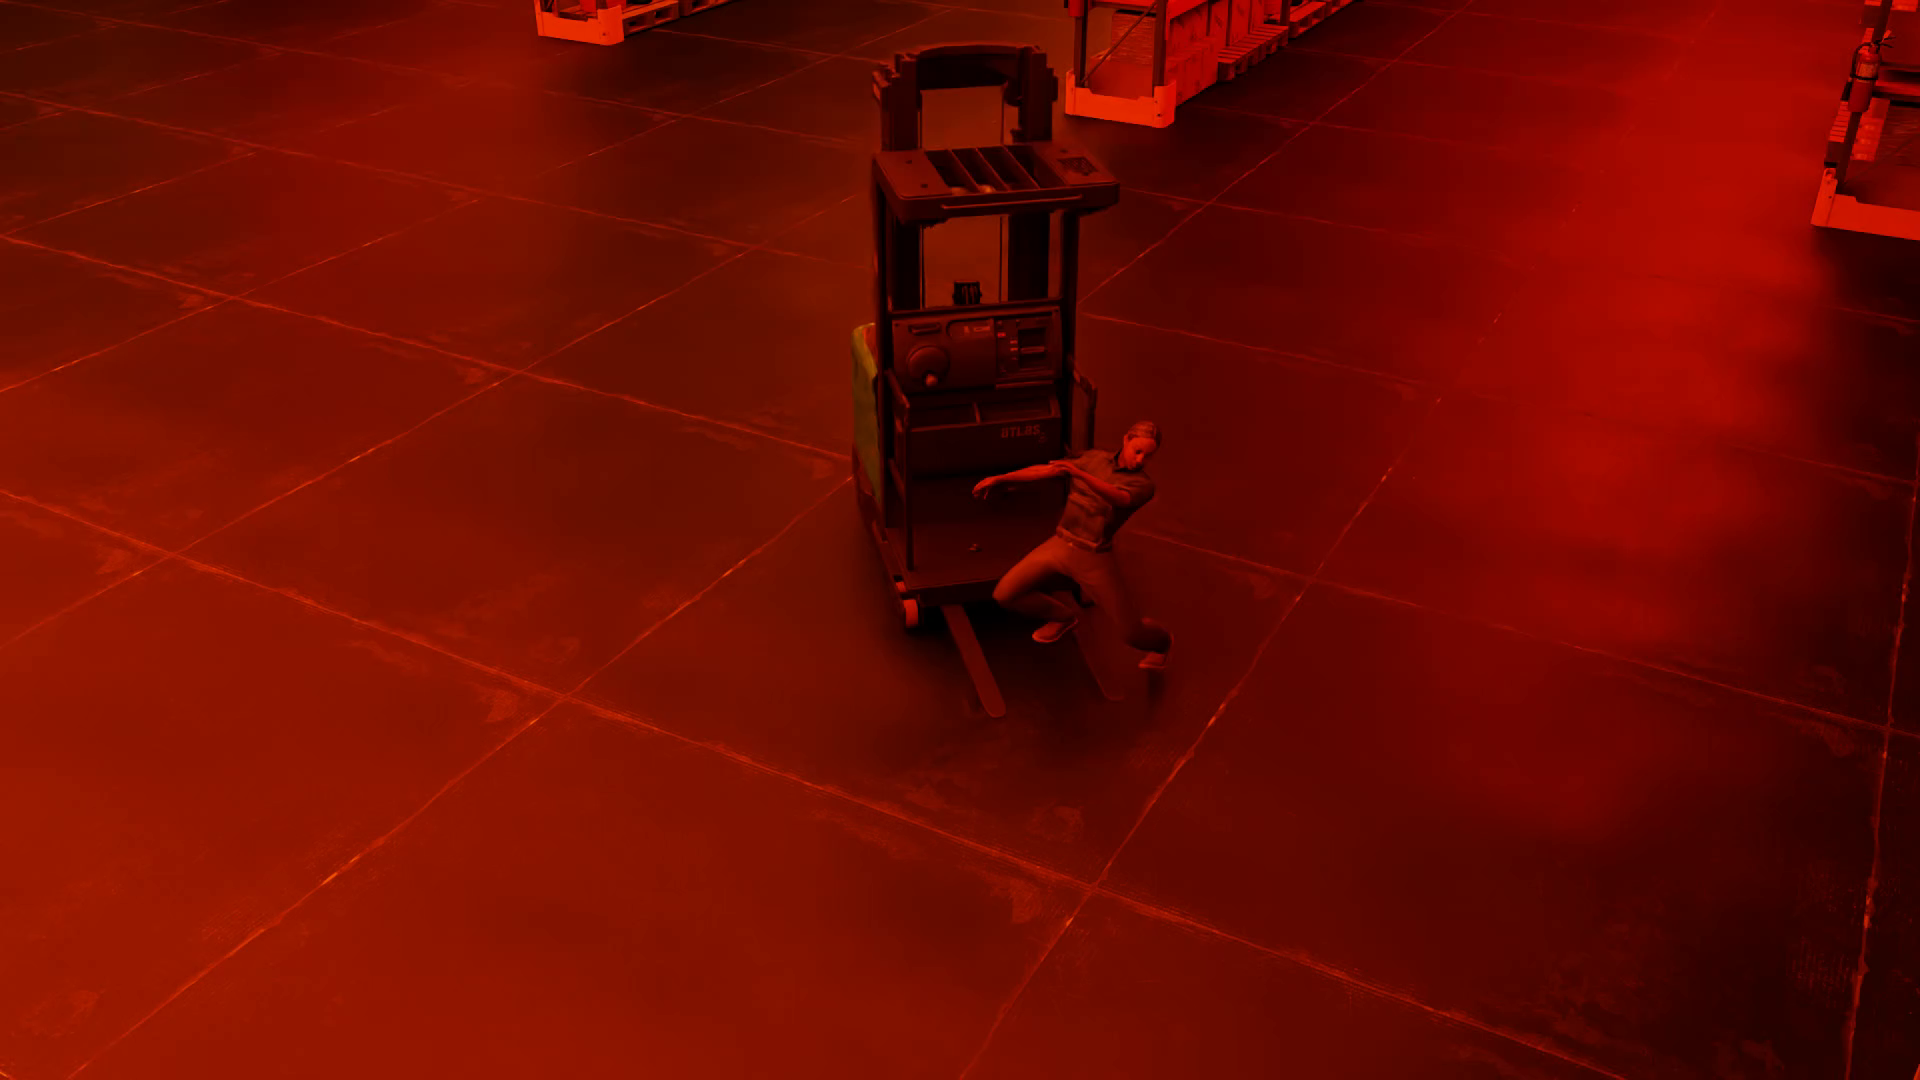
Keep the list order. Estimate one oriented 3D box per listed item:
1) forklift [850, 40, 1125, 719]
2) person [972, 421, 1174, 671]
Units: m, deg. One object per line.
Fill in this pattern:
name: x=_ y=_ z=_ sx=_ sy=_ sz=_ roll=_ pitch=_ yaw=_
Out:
forklift: x=0.147 y=-0.989 z=8.783 sx=1.130 sy=2.935 sz=3.031 roll=-7 pitch=31 yaw=-11
person: x=0.541 y=0.049 z=8.415 sx=0.993 sy=1.384 sz=0.751 roll=17 pitch=34 yaw=26
